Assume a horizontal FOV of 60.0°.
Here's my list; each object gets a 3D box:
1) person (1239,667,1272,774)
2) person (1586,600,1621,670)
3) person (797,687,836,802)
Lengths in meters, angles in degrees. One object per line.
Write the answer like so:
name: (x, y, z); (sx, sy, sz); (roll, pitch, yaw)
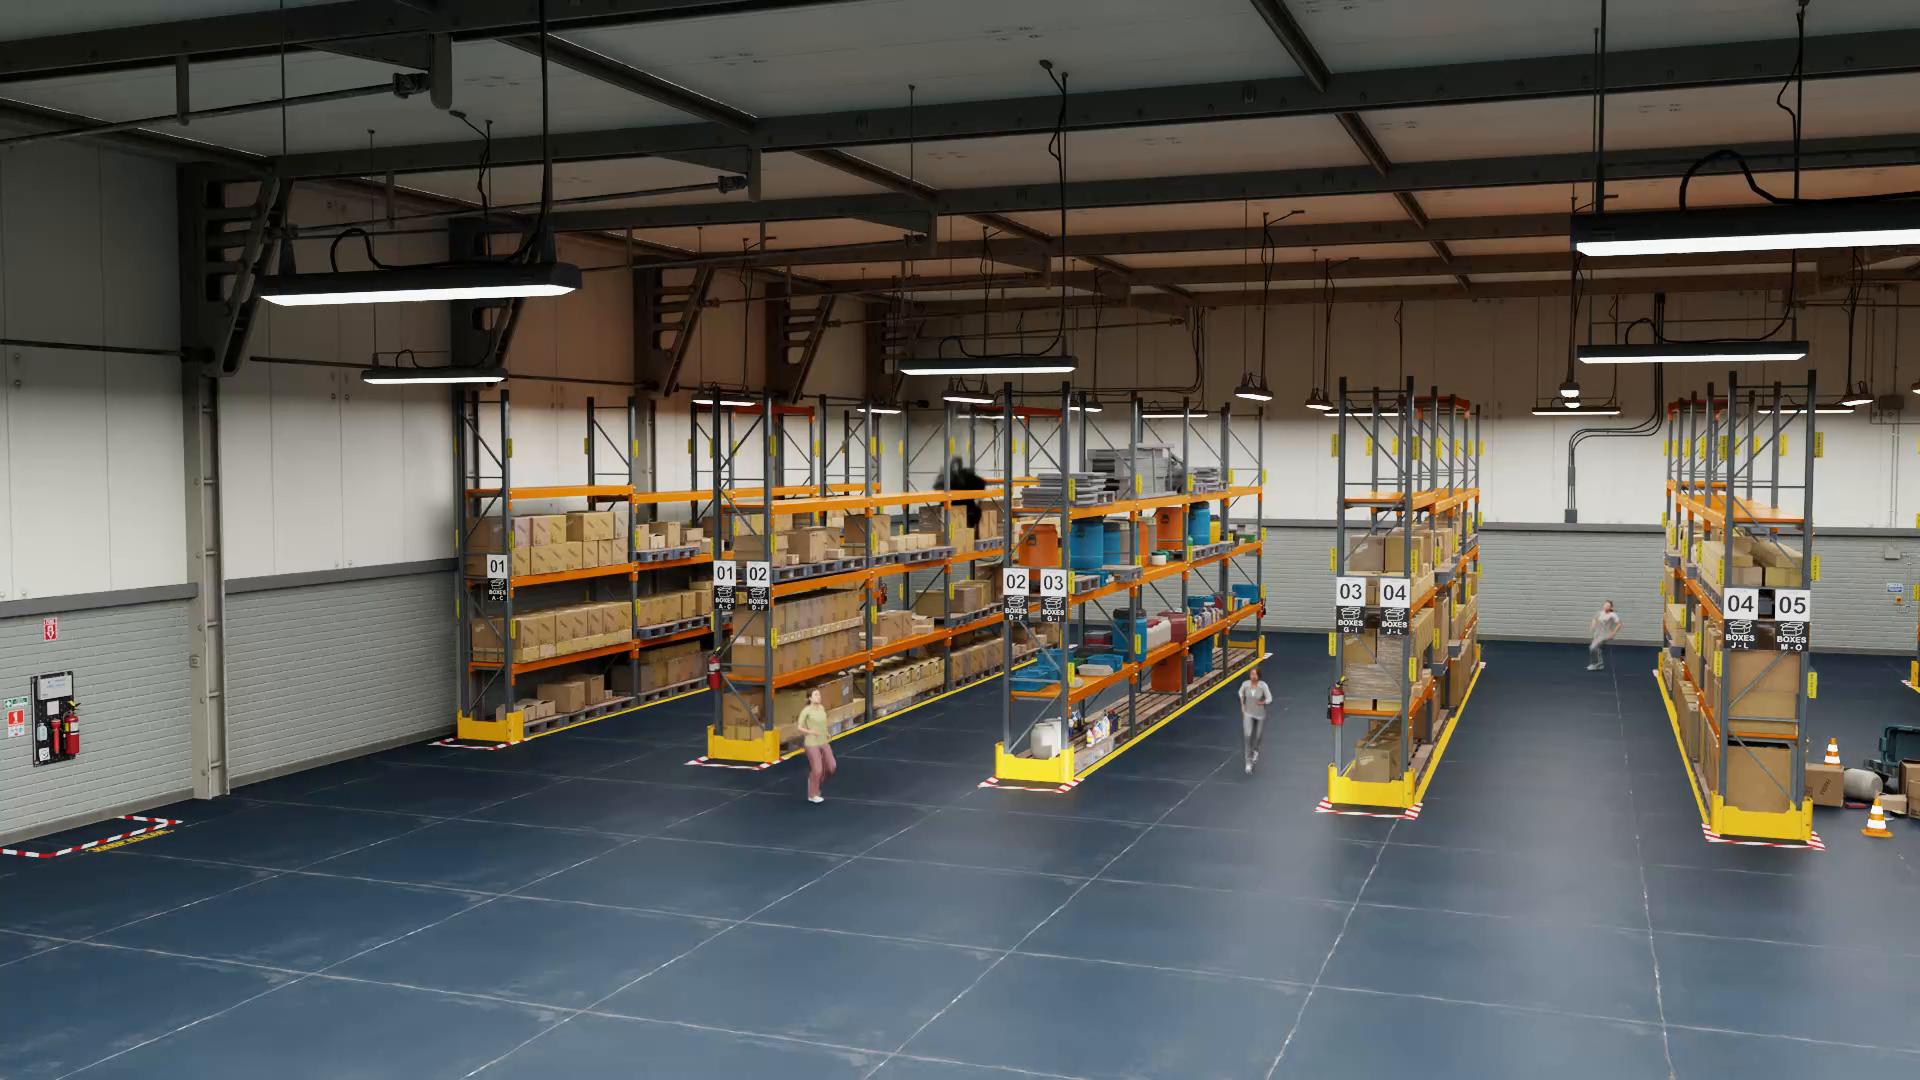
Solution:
person: (4.612, 2.786, 25.941); (0.507, 1.634, 0.902); (0, 3, 9)
person: (14.393, 2.141, 37.319); (0.611, 1.609, 0.718); (-2, 4, -27)
person: (-2.012, 2.889, 23.474); (0.574, 1.624, 0.546); (-3, 4, -43)
